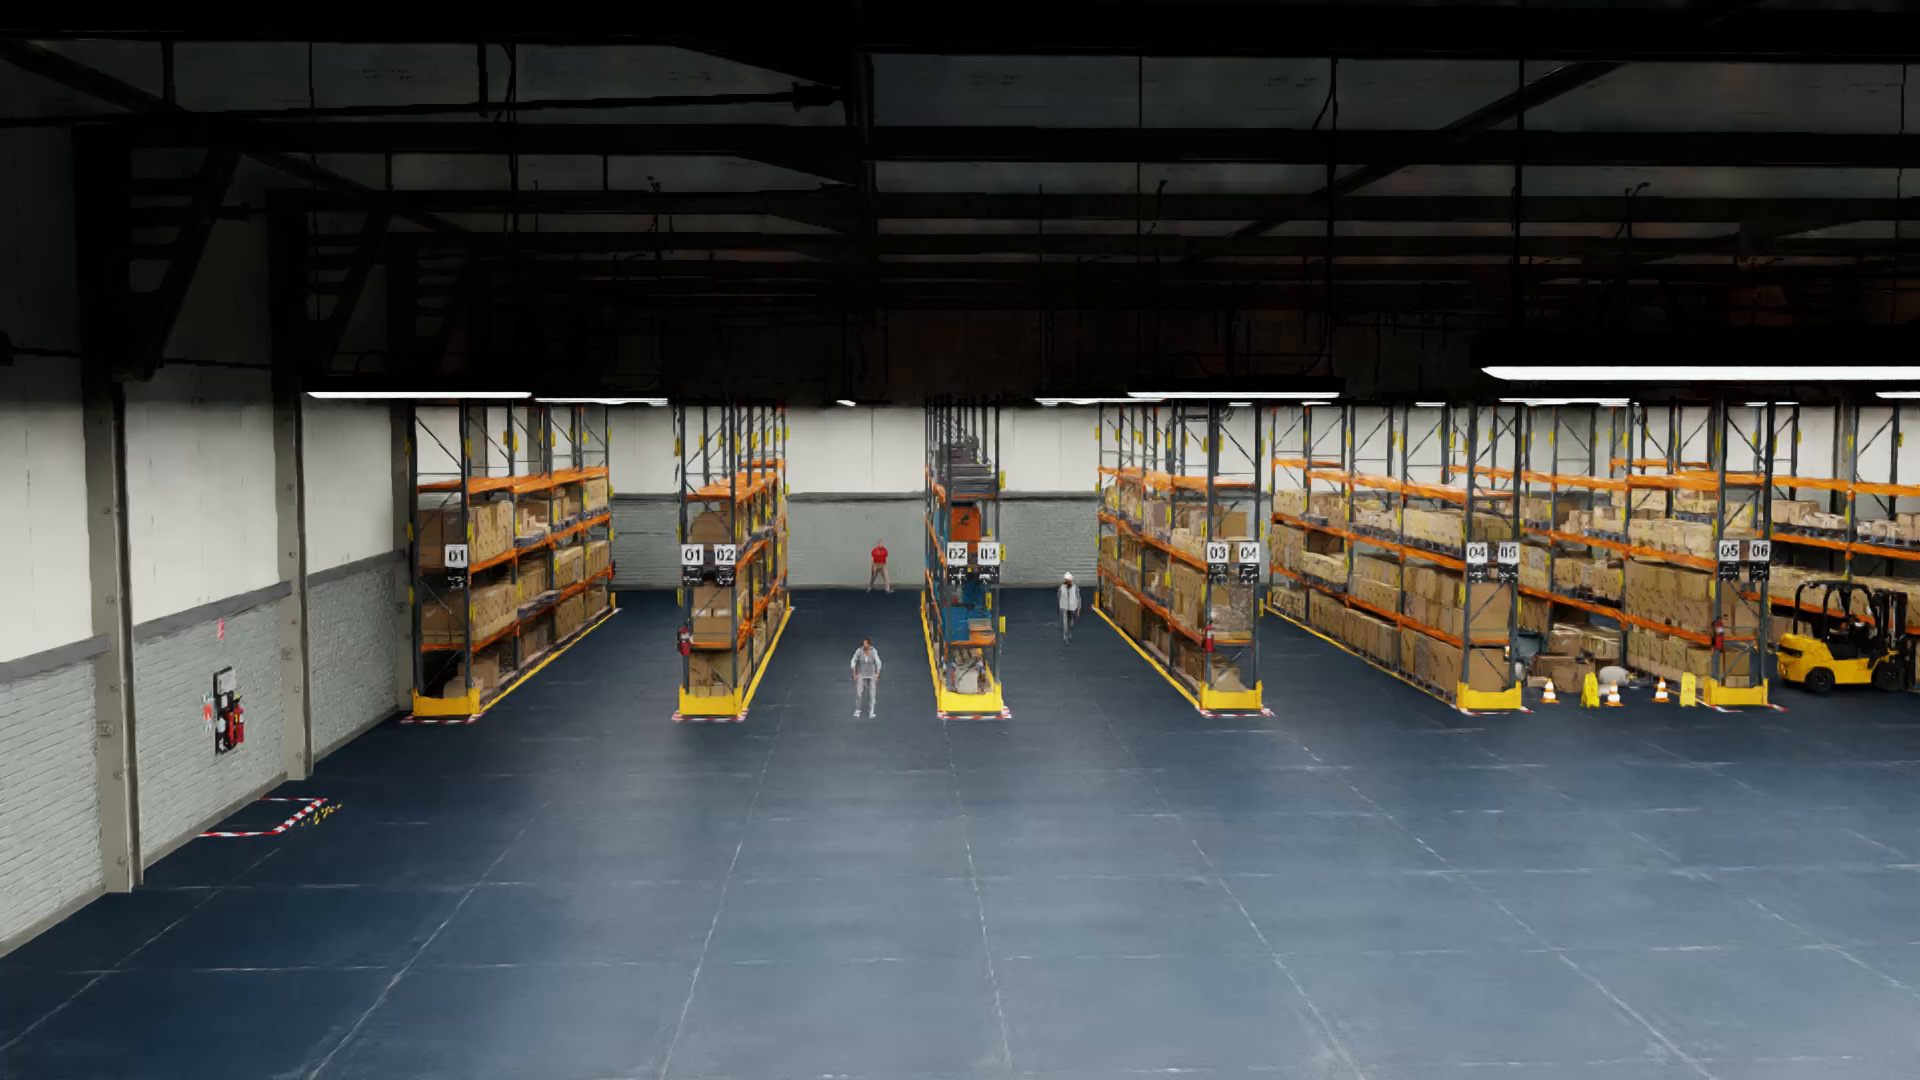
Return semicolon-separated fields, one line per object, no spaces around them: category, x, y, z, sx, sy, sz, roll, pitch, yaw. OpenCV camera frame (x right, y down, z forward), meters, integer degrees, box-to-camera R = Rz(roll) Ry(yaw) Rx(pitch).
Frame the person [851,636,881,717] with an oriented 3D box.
person;-1.743;2.528;30.784;0.566;1.541;0.519;0;5;-4

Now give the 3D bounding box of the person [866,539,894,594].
person;-2.504;0.812;51.435;0.617;1.691;0.953;-3;5;-29

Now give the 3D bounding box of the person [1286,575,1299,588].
person;10.243;0.872;51.089;0.520;1.624;0.911;2;5;21

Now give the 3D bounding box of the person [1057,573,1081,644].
person;2.669;1.655;40.626;0.555;1.725;1.029;0;5;-3
